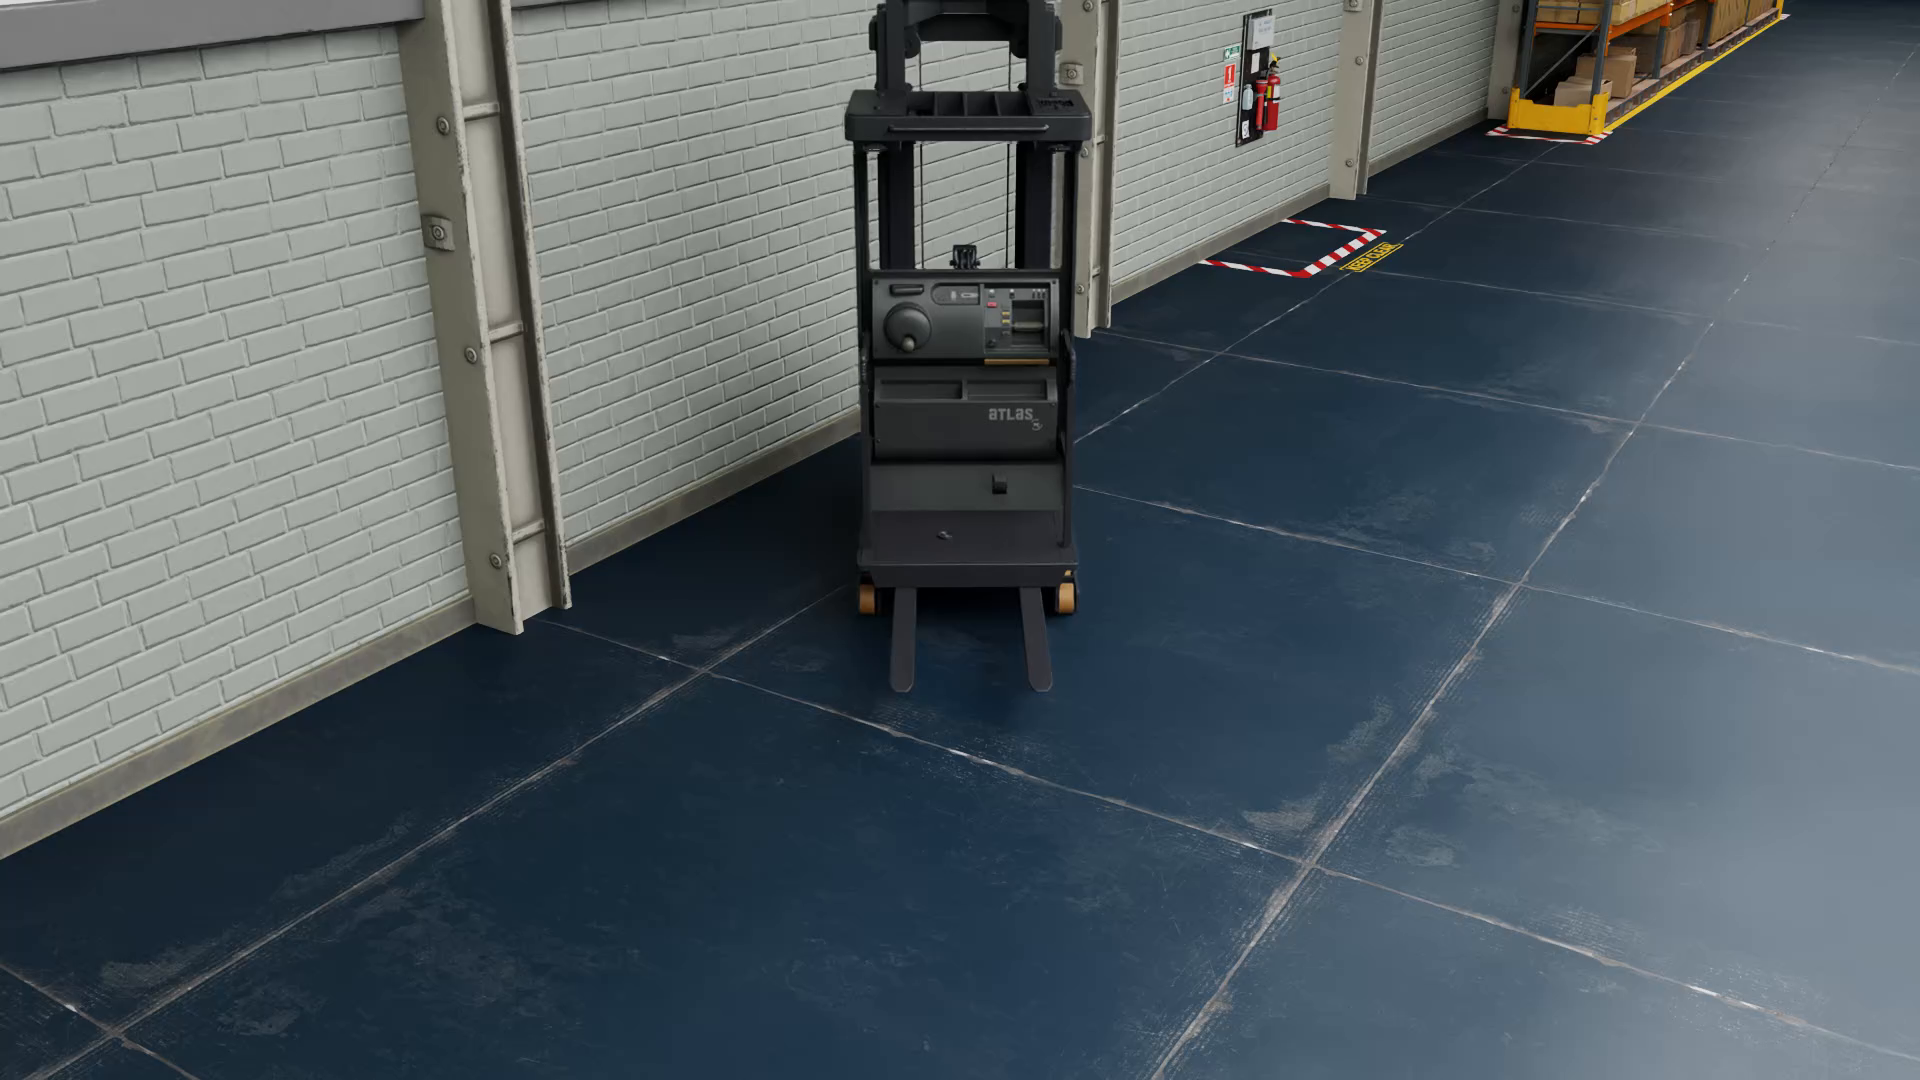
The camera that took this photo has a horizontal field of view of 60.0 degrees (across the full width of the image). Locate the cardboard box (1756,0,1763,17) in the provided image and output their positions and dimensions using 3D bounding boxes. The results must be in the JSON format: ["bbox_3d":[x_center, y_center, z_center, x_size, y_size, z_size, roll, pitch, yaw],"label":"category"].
[{"bbox_3d":[15.005,-10.334,31.963,0.700,0.500,0.500,15,27,30],"label":"cardboard box"}]

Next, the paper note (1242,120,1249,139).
[{"bbox_3d":[2.634,-3.782,15.320,0.016,0.148,0.142,14,27,29],"label":"paper note"}]

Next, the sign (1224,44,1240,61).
[{"bbox_3d":[2.417,-4.326,14.755,0.001,0.109,0.331,14,27,29],"label":"sign"}]

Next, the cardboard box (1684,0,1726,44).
[{"bbox_3d":[12.372,-8.792,27.962,0.750,0.750,0.750,13,27,28],"label":"cardboard box"}]

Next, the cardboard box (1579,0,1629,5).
[{"bbox_3d":[8.160,-7.048,20.975,0.500,0.500,0.500,14,27,29],"label":"cardboard box"}]

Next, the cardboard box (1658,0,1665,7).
[{"bbox_3d":[9.501,-7.566,23.115,0.500,0.250,0.500,14,27,29],"label":"cardboard box"}]

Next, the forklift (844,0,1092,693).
[{"bbox_3d":[0.032,-1.088,8.074,1.130,2.935,3.031,0,23,-1],"label":"forklift"}]

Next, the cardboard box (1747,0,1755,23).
[{"bbox_3d":[14.464,-9.992,31.174,0.700,0.500,0.500,14,27,30],"label":"cardboard box"}]

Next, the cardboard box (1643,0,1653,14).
[{"bbox_3d":[8.984,-7.223,22.323,0.500,0.250,0.500,14,27,29],"label":"cardboard box"}]

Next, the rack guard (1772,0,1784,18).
[{"bbox_3d":[16.105,-10.927,33.861,1.175,0.500,0.348,14,27,29],"label":"rack guard"}]

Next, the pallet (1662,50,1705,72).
[{"bbox_3d":[11.459,-7.822,27.054,1.003,0.211,1.213,14,27,29],"label":"pallet"}]

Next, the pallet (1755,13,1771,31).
[{"bbox_3d":[15.093,-10.090,32.291,1.003,0.211,1.213,14,27,29],"label":"pallet"}]

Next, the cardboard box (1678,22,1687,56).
[{"bbox_3d":[11.167,-8.017,26.586,0.700,0.500,0.500,14,27,29],"label":"cardboard box"}]

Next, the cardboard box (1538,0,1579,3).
[{"bbox_3d":[7.721,-7.154,21.218,0.500,0.500,0.500,14,27,28],"label":"cardboard box"}]

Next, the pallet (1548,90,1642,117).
[{"bbox_3d":[8.796,-6.088,23.048,1.003,0.211,1.213,14,27,29],"label":"pallet"}]

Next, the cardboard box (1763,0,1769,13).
[{"bbox_3d":[15.545,-10.685,32.774,0.700,0.500,0.500,14,27,29],"label":"cardboard box"}]

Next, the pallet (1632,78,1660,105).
[{"bbox_3d":[9.439,-6.502,24.003,1.003,0.211,1.213,14,27,29],"label":"pallet"}]

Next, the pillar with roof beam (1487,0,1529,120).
[{"bbox_3d":[10.945,-8.934,18.560,9.100,9.000,0.400,14,27,29],"label":"pillar with roof beam"}]

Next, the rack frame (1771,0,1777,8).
[{"bbox_3d":[16.093,-12.066,33.345,1.000,3.000,0.127,14,27,29],"label":"rack frame"}]

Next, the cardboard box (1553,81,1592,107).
[{"bbox_3d":[8.094,-5.848,21.814,0.500,0.311,0.500,11,26,23],"label":"cardboard box"}]

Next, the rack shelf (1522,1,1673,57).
[{"bbox_3d":[8.708,-7.010,22.573,1.077,0.370,4.000,14,27,29],"label":"rack shelf"}]

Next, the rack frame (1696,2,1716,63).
[{"bbox_3d":[11.873,-9.366,27.108,1.000,3.000,0.127,14,27,29],"label":"rack frame"}]

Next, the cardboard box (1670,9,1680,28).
[{"bbox_3d":[10.916,-8.157,25.965,0.500,0.250,0.500,14,27,29],"label":"cardboard box"}]

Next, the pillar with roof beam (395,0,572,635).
[{"bbox_3d":[1.450,-2.859,4.526,9.100,9.000,0.400,14,27,29],"label":"pillar with roof beam"}]

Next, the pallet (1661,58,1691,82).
[{"bbox_3d":[10.815,-7.412,26.106,1.003,0.211,1.213,14,27,29],"label":"pallet"}]

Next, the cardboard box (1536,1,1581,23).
[{"bbox_3d":[7.735,-6.804,21.355,0.500,0.250,0.500,14,27,30],"label":"cardboard box"}]

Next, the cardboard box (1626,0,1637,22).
[{"bbox_3d":[8.442,-6.882,21.536,0.500,0.250,0.500,13,27,27],"label":"cardboard box"}]

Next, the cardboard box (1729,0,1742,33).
[{"bbox_3d":[13.284,-9.375,29.306,0.750,0.750,0.750,15,27,31],"label":"cardboard box"}]

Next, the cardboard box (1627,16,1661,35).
[{"bbox_3d":[10.366,-7.816,25.177,0.500,0.250,0.500,13,27,28],"label":"cardboard box"}]

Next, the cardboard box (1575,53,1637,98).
[{"bbox_3d":[8.824,-6.364,22.769,0.700,0.500,0.500,12,26,26],"label":"cardboard box"}]

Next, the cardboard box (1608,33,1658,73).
[{"bbox_3d":[10.137,-7.322,24.981,0.700,0.500,0.500,15,28,31],"label":"cardboard box"}]

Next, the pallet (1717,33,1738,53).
[{"bbox_3d":[12.997,-8.746,29.188,1.003,0.211,1.213,14,27,29],"label":"pallet"}]

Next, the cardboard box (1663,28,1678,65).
[{"bbox_3d":[10.670,-7.671,25.786,0.700,0.500,0.500,14,27,30],"label":"cardboard box"}]
